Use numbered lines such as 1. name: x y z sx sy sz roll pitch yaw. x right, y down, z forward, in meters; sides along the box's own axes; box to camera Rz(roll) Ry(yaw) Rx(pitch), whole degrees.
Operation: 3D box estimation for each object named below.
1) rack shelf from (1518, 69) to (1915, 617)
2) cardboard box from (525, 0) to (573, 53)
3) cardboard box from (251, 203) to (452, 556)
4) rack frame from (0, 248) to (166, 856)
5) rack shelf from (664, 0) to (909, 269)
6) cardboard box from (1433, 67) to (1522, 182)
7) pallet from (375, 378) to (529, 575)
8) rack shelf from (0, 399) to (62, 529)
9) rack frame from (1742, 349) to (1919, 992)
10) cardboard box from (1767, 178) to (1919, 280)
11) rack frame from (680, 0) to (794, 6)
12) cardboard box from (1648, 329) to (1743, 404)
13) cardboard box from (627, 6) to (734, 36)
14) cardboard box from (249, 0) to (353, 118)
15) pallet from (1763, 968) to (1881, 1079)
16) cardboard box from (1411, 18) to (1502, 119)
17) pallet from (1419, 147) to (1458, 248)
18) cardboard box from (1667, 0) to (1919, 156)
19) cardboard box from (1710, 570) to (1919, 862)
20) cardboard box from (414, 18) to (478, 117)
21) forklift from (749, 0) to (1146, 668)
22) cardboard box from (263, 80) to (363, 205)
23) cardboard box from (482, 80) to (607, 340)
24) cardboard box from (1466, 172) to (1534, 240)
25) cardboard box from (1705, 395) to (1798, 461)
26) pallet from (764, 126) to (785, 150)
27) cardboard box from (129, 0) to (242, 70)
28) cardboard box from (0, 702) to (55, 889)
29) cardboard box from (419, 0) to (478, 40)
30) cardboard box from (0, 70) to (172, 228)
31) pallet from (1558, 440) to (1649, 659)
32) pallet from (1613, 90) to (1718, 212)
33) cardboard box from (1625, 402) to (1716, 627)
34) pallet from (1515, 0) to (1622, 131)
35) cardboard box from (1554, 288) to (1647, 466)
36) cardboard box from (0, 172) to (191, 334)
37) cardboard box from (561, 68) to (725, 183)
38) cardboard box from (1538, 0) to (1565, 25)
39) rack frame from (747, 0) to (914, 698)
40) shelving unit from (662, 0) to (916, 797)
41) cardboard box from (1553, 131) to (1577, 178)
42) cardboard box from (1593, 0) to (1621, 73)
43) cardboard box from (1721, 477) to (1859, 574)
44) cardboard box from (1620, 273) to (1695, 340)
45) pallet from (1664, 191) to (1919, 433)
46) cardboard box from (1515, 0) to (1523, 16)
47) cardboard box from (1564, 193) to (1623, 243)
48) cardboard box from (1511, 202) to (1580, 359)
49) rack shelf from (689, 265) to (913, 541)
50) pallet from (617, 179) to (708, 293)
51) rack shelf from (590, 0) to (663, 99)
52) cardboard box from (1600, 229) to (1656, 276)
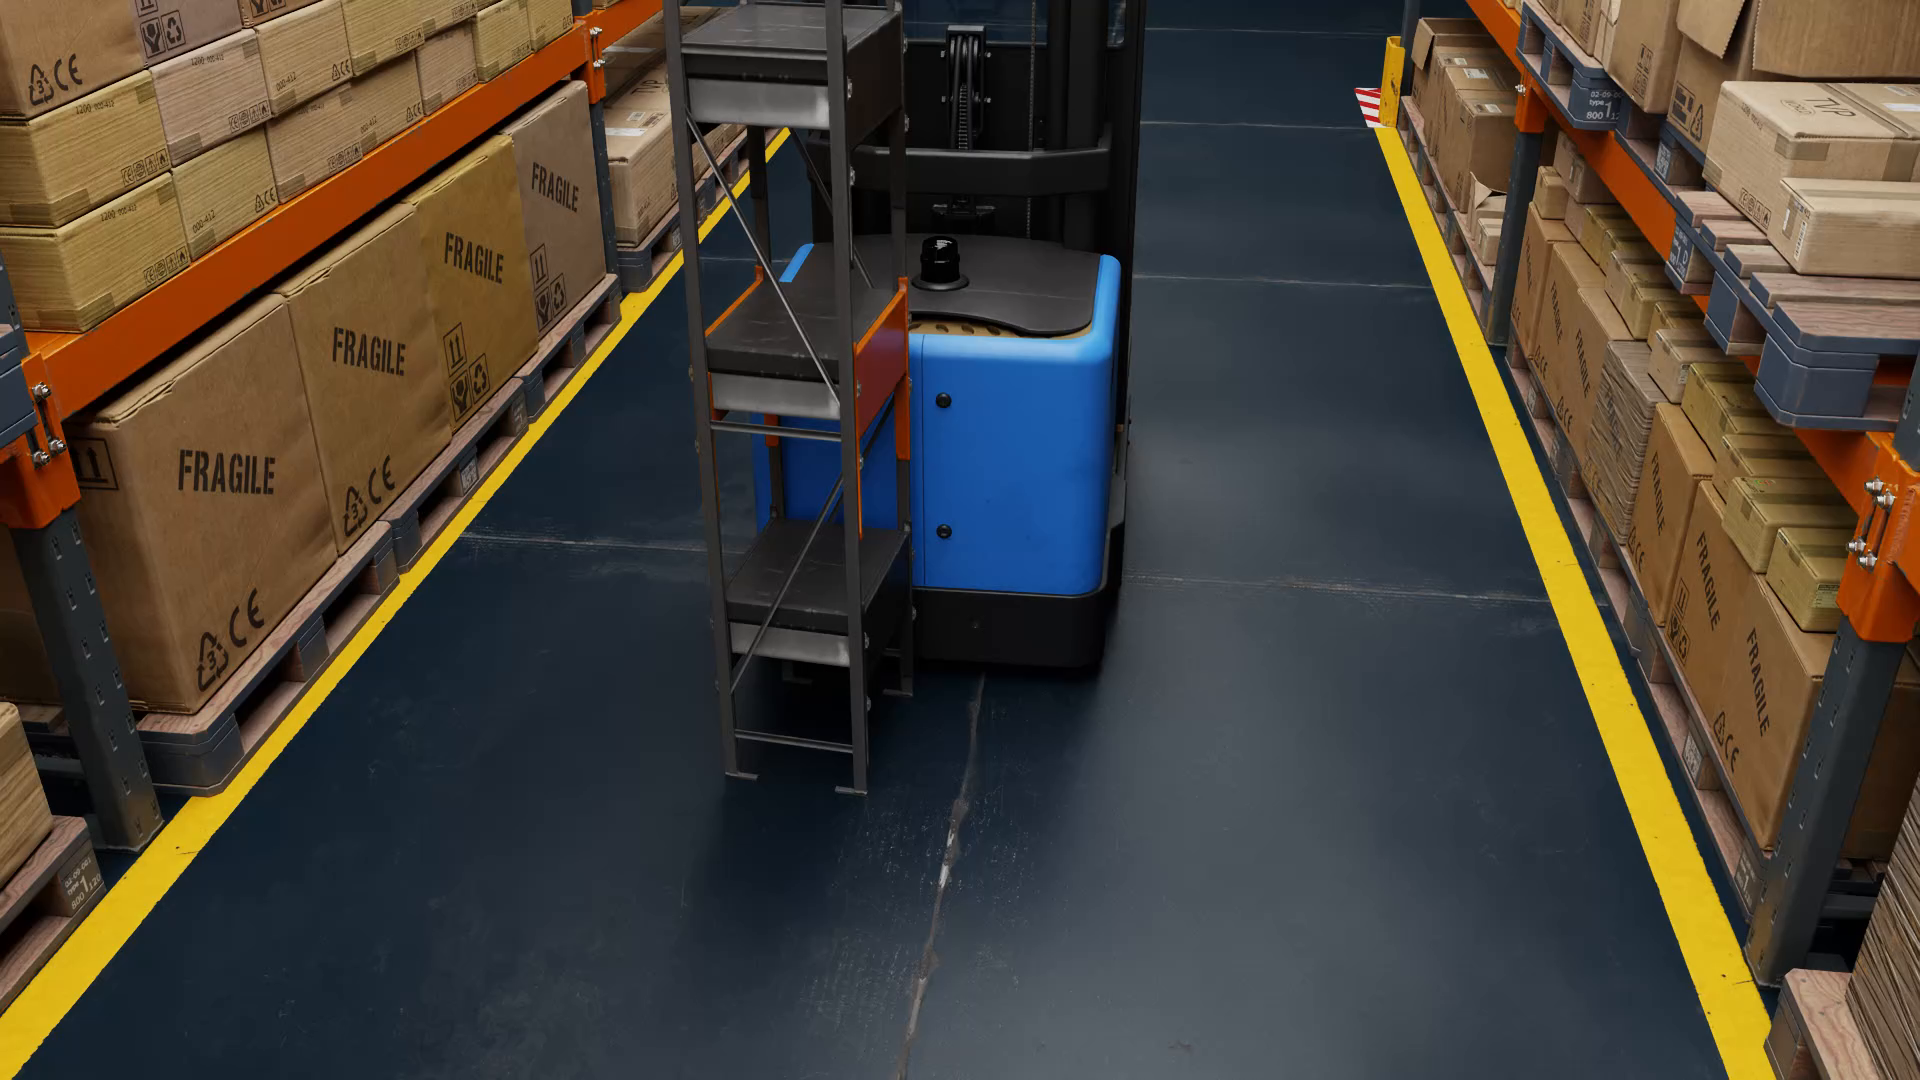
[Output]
1. rack shelf: 2.585 -0.910 5.036 1.077 0.370 4.000 3 28 6
2. cardboard box: -1.902 -2.163 6.761 0.500 0.250 0.500 3 28 5
3. cardboard box: -2.306 -0.562 5.428 0.875 0.875 0.875 4 29 7
4. rack frame: -2.587 -0.572 3.650 1.000 3.000 0.127 3 28 6
5. rack shelf: -0.389 -0.975 3.899 0.431 0.518 0.480 6 29 12
6. cardboard box: 2.844 -2.210 8.883 0.500 0.500 0.500 4 29 7
7. pallet: -2.264 -0.284 6.055 1.003 0.211 1.213 3 28 6
8. rack shelf: -2.832 0.686 2.073 1.077 0.370 4.000 3 28 6
9. rack frame: 2.340 -0.286 3.118 1.000 3.000 0.127 3 28 6
10. cardboard box: 2.039 -0.691 3.693 0.380 0.149 0.250 4 29 7
11. rack frame: -1.607 -4.338 10.640 1.000 3.000 0.127 3 28 6
12. cardboard box: 2.339 -0.525 5.071 0.380 0.149 0.250 2 28 4
13. cardboard box: -1.588 -3.079 10.560 0.875 0.438 0.875 2 28 4
14. cardboard box: -2.142 -1.428 4.868 0.500 0.250 0.500 3 28 6
15. pallet: 2.200 1.327 3.064 1.003 0.211 1.213 3 28 6
16. cardboard box: 3.151 -2.855 10.076 0.797 0.503 0.637 2 28 4
17. pallet: 3.062 -1.840 8.943 1.003 0.211 1.213 3 28 6
18. cardboard box: 2.356 -1.295 4.440 0.797 0.503 0.637 3 28 5
19. cardboard box: 2.178 0.418 4.004 0.500 0.500 0.500 4 29 8
20. cardboard box: -2.046 -1.687 5.878 0.500 0.250 0.500 3 28 5
21. forklift: 0.074 -1.587 5.606 1.130 2.935 3.031 3 28 6
22. cardboard box: -2.162 -1.211 4.994 0.500 0.250 0.500 4 29 8
23. cardboard box: -2.093 -1.408 6.999 0.875 0.875 0.875 4 29 8
24. cardboard box: 2.650 -1.597 7.992 0.396 0.266 0.258 4 29 8
25. cardboard box: 2.305 -0.276 4.609 0.380 0.149 0.250 4 29 8
26. pallet: -1.627 -2.730 10.594 1.003 0.211 1.213 3 28 6
27. cardboard box: -2.233 -1.509 4.228 0.500 0.500 0.500 3 29 6
28. cardboard box: -2.666 0.665 3.681 0.950 0.372 0.625 1 28 3
29. cardboard box: -2.021 -1.908 5.760 0.500 0.250 0.500 4 29 7
30. cardboard box: -2.280 -0.951 3.983 0.500 0.250 0.500 3 28 6
31. pallet: 2.621 0.020 5.490 1.003 0.211 1.213 3 28 6
32. pallet: 2.573 -1.117 4.863 1.003 0.211 1.213 3 28 6
33. cardboard box: 2.311 -0.063 4.897 0.500 0.500 0.500 5 29 8
34. pallet: 2.624 -1.714 5.972 1.003 0.211 1.213 3 28 6
35. cardboard box: 2.426 -0.552 5.806 0.500 0.500 0.500 3 28 5
36. cardboard box: -2.277 -0.722 4.086 0.500 0.250 0.500 3 28 5
37. cardboard box: -1.804 -2.223 8.972 0.875 0.438 0.875 3 28 5
38. cardboard box: 2.549 -2.183 6.091 0.700 0.500 0.500 4 29 7
39. rack frame: -0.333 -0.484 4.434 0.400 2.100 0.015 6 29 12
40. shelving unit: -0.389 -0.371 4.225 0.431 2.100 0.503 6 29 12
41. cardboard box: 2.582 -1.513 6.590 0.380 0.149 0.250 3 28 5
42. cardboard box: 2.279 -1.663 5.372 0.396 0.266 0.258 5 29 9
43. cardboard box: 2.152 -0.033 4.158 0.380 0.149 0.250 2 28 4
44. cardboard box: 2.424 -0.767 5.520 0.380 0.149 0.250 4 29 8
45. pallet: 2.353 -0.524 3.763 1.213 0.211 1.003 3 28 6
46. cardboard box: 2.629 -2.347 7.208 0.380 0.149 0.250 4 29 8
47. cardboard box: 2.565 -1.250 6.417 0.380 0.149 0.250 3 28 5
48. cardboard box: 2.547 -1.038 6.707 0.500 0.500 0.500 5 29 8
49. rack shelf: -0.389 -0.359 4.231 0.431 0.518 0.480 6 29 12
50. pallet: -1.926 -1.581 8.462 1.003 0.211 1.213 3 28 6
51. rack shelf: -1.852 -3.080 9.063 1.077 0.370 4.000 3 28 6
52. cardboard box: 2.524 -0.999 5.951 0.380 0.149 0.250 3 28 5
